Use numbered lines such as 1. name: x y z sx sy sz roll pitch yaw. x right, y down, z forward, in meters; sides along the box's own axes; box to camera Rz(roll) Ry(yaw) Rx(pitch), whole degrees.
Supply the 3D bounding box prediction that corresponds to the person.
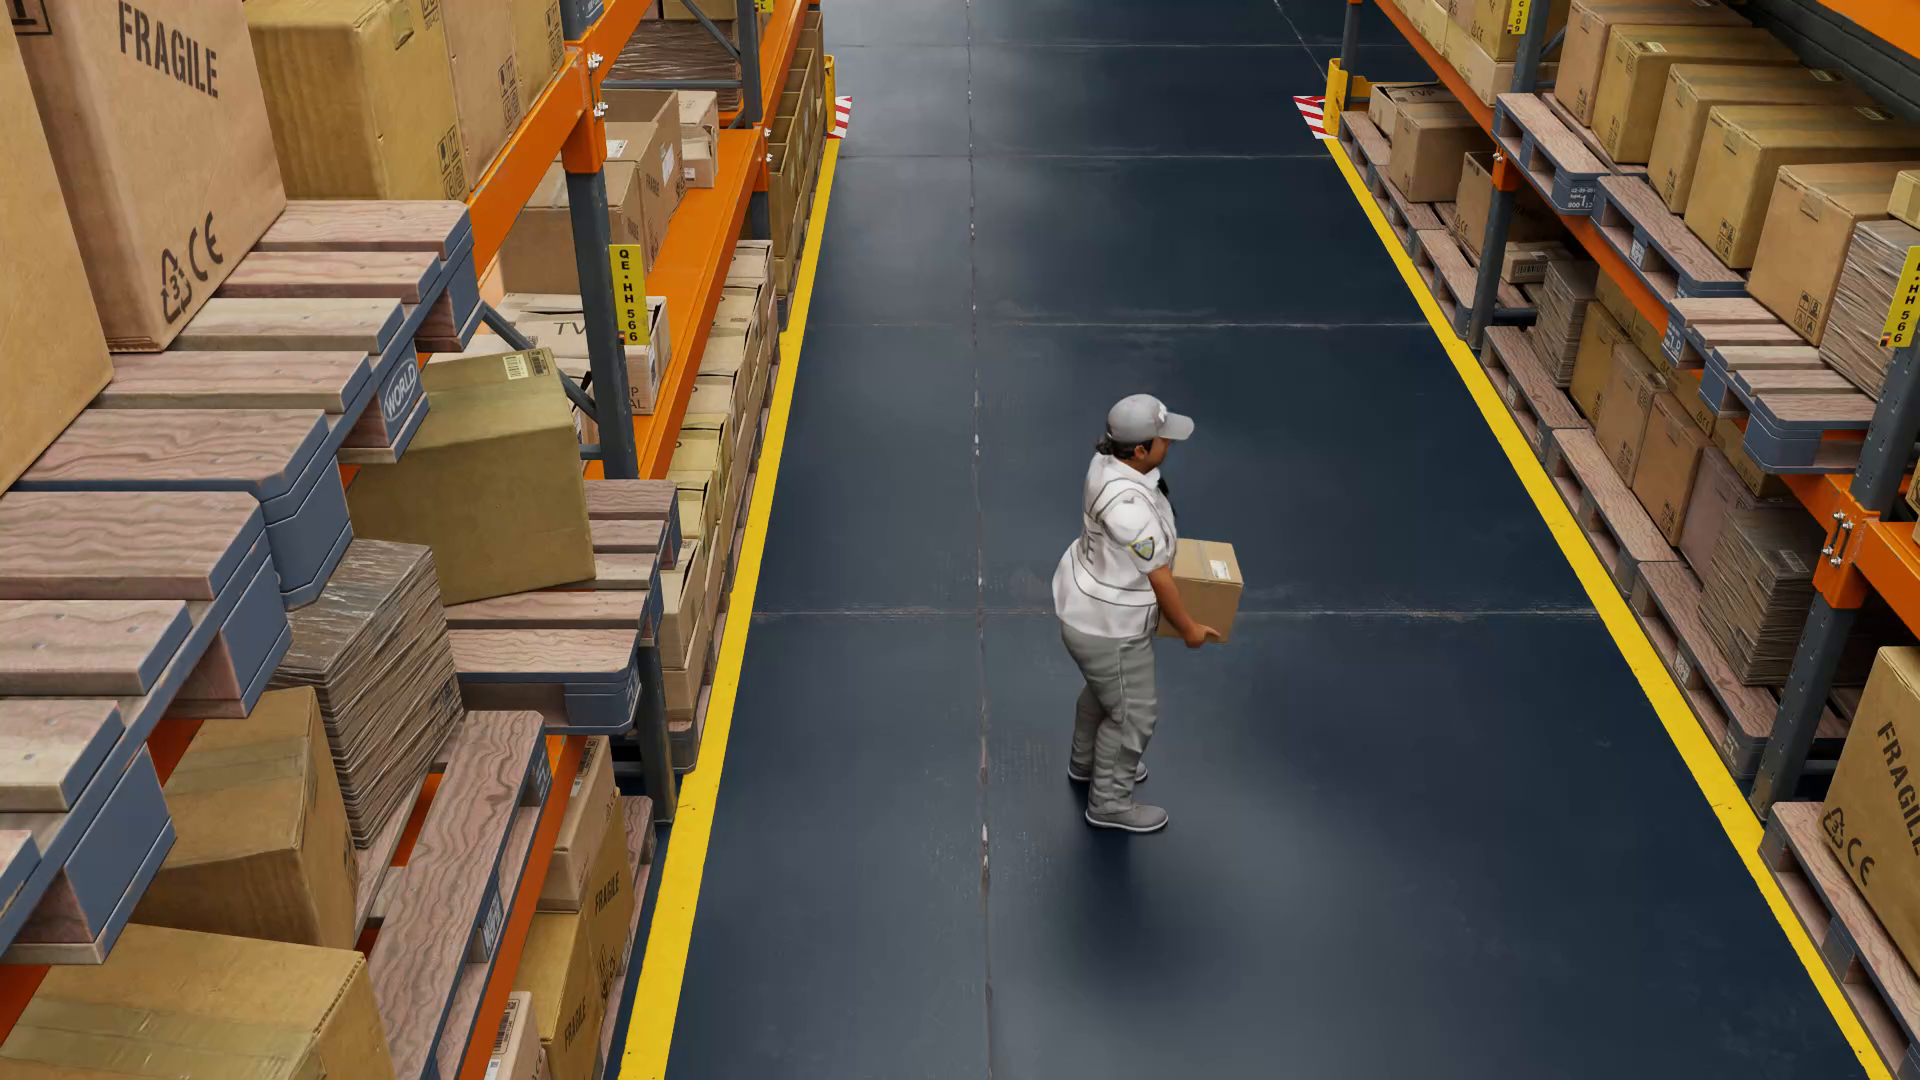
1. person: 0.598 0.255 5.735 0.560 1.660 0.452 -1 32 -1
